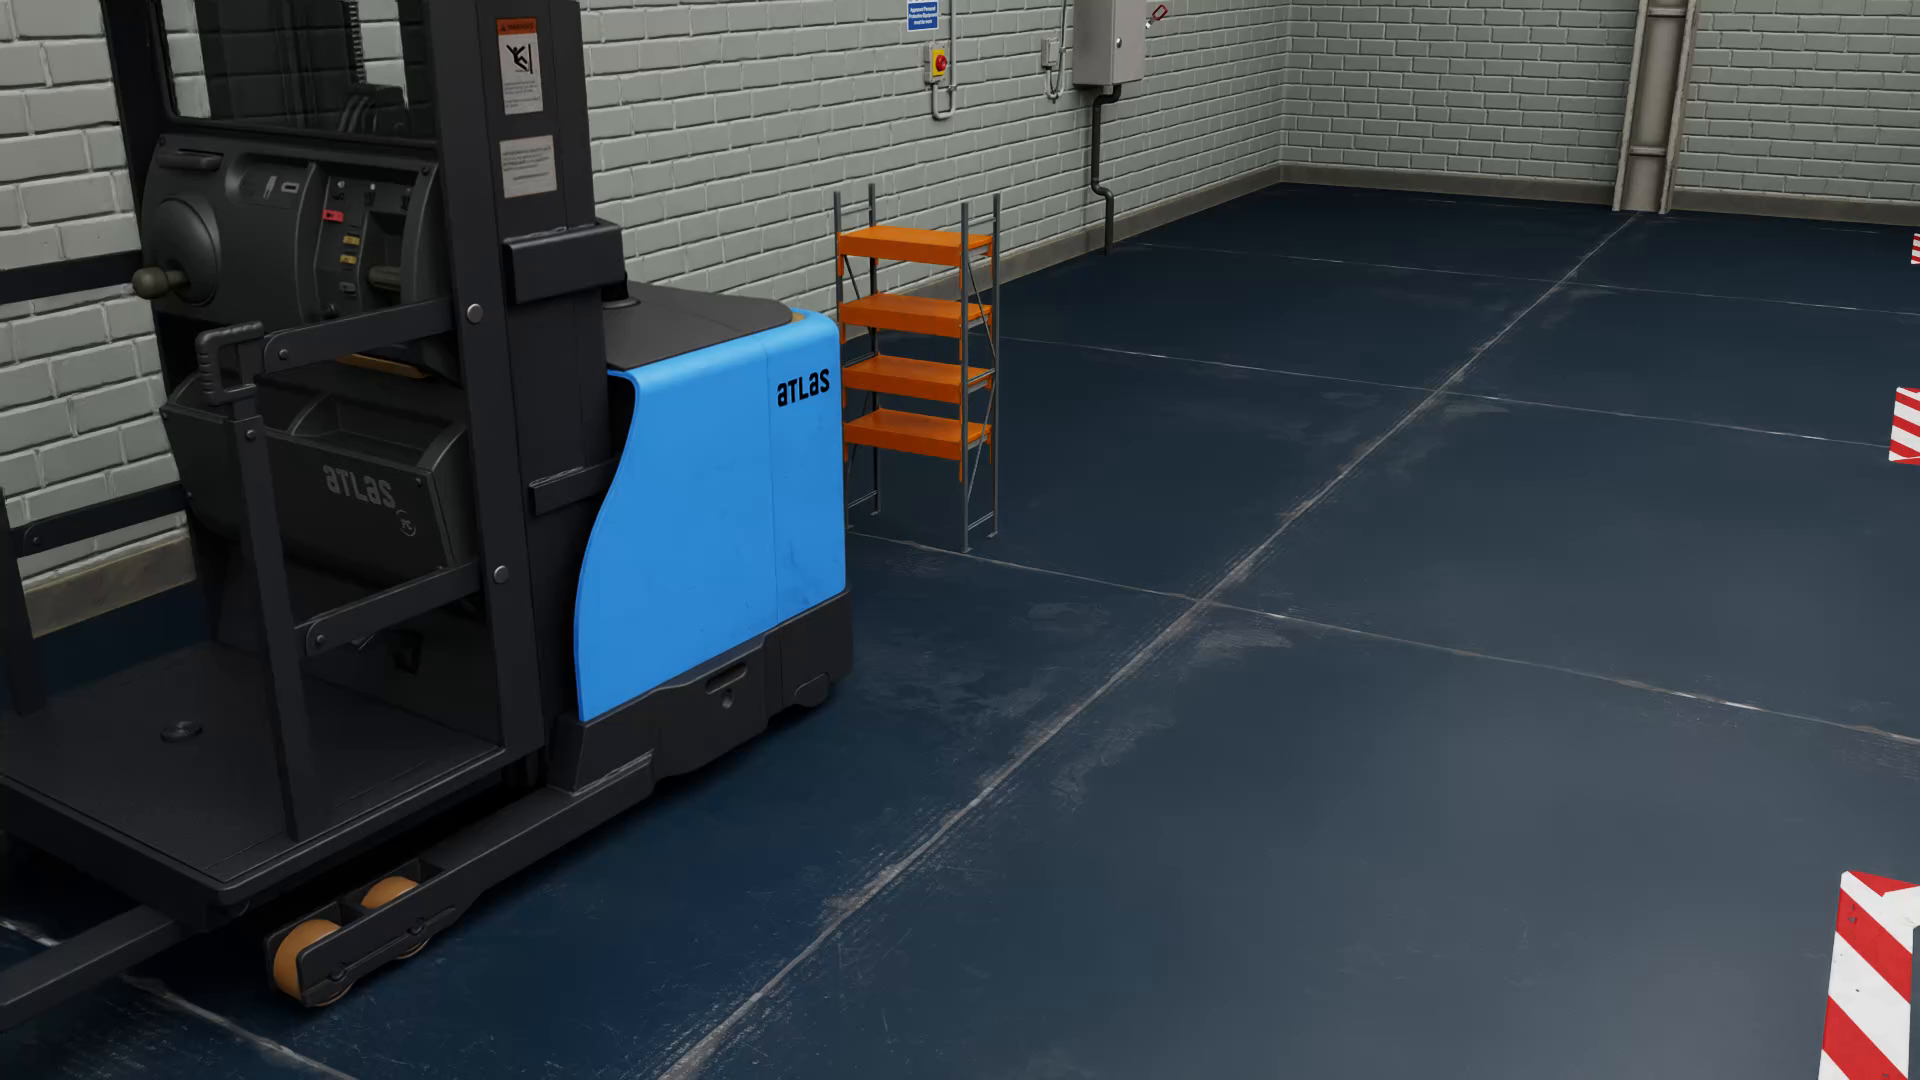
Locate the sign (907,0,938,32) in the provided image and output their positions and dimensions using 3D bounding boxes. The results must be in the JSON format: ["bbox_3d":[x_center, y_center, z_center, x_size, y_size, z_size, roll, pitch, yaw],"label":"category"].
[{"bbox_3d":[-0.198,-2.847,8.917,0.001,0.218,0.327,11,23,27],"label":"sign"}]

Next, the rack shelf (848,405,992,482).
[{"bbox_3d":[-0.145,-0.342,5.827,0.480,0.148,0.258,11,23,27],"label":"rack shelf"}]

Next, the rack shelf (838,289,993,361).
[{"bbox_3d":[-0.145,-0.739,5.683,0.480,0.148,0.258,11,23,27],"label":"rack shelf"}]

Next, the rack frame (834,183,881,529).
[{"bbox_3d":[-0.358,-0.632,5.848,0.015,1.200,0.240,11,23,27],"label":"rack frame"}]

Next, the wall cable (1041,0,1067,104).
[{"bbox_3d":[0.560,-3.625,9.971,0.122,1.984,0.588,11,23,27],"label":"wall cable"}]

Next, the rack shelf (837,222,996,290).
[{"bbox_3d":[-0.144,-0.961,5.602,0.480,0.148,0.258,11,23,27],"label":"rack shelf"}]

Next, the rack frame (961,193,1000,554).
[{"bbox_3d":[0.069,-0.551,5.625,0.015,1.200,0.240,11,23,27],"label":"rack frame"}]

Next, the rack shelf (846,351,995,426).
[{"bbox_3d":[-0.145,-0.528,5.759,0.480,0.148,0.258,11,23,27],"label":"rack shelf"}]

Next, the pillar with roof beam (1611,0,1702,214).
[{"bbox_3d":[3.216,-5.527,7.904,0.400,9.000,9.100,11,23,27],"label":"pillar with roof beam"}]

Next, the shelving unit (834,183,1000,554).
[{"bbox_3d":[-0.144,-0.592,5.736,0.503,1.200,0.258,11,23,27],"label":"shelving unit"}]

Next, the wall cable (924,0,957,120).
[{"bbox_3d":[-0.121,-3.216,8.796,0.123,1.953,0.585,11,23,27],"label":"wall cable"}]

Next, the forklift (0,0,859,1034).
[{"bbox_3d":[-1.522,-0.643,3.338,1.130,2.935,3.031,13,24,31],"label":"forklift"}]

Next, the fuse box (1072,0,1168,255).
[{"bbox_3d":[1.030,-2.719,10.852,0.414,1.711,0.539,11,23,27],"label":"fuse box"}]
